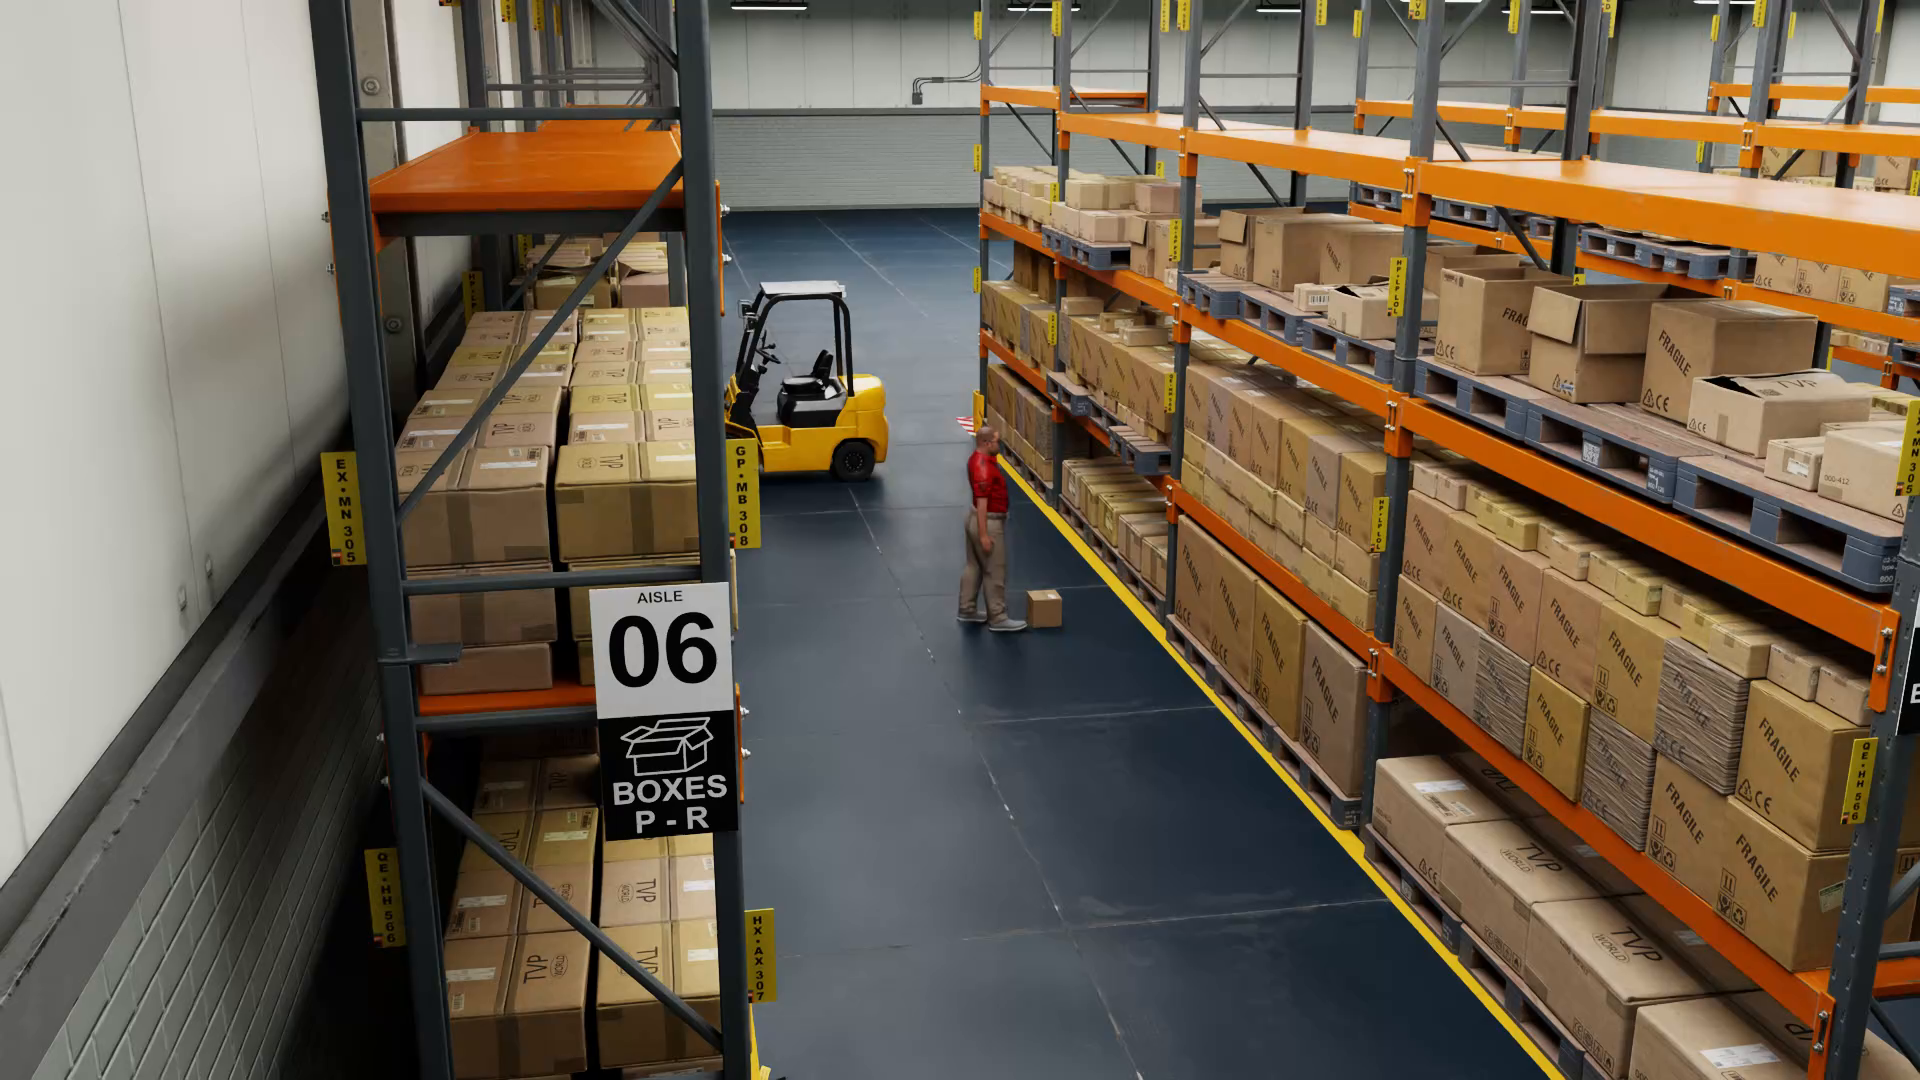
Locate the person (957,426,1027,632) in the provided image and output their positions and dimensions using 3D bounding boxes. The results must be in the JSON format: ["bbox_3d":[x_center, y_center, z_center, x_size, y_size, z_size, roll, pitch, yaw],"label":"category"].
[{"bbox_3d":[0.272,-0.106,13.890,0.549,1.728,0.562,-3,17,-10],"label":"person"}]
